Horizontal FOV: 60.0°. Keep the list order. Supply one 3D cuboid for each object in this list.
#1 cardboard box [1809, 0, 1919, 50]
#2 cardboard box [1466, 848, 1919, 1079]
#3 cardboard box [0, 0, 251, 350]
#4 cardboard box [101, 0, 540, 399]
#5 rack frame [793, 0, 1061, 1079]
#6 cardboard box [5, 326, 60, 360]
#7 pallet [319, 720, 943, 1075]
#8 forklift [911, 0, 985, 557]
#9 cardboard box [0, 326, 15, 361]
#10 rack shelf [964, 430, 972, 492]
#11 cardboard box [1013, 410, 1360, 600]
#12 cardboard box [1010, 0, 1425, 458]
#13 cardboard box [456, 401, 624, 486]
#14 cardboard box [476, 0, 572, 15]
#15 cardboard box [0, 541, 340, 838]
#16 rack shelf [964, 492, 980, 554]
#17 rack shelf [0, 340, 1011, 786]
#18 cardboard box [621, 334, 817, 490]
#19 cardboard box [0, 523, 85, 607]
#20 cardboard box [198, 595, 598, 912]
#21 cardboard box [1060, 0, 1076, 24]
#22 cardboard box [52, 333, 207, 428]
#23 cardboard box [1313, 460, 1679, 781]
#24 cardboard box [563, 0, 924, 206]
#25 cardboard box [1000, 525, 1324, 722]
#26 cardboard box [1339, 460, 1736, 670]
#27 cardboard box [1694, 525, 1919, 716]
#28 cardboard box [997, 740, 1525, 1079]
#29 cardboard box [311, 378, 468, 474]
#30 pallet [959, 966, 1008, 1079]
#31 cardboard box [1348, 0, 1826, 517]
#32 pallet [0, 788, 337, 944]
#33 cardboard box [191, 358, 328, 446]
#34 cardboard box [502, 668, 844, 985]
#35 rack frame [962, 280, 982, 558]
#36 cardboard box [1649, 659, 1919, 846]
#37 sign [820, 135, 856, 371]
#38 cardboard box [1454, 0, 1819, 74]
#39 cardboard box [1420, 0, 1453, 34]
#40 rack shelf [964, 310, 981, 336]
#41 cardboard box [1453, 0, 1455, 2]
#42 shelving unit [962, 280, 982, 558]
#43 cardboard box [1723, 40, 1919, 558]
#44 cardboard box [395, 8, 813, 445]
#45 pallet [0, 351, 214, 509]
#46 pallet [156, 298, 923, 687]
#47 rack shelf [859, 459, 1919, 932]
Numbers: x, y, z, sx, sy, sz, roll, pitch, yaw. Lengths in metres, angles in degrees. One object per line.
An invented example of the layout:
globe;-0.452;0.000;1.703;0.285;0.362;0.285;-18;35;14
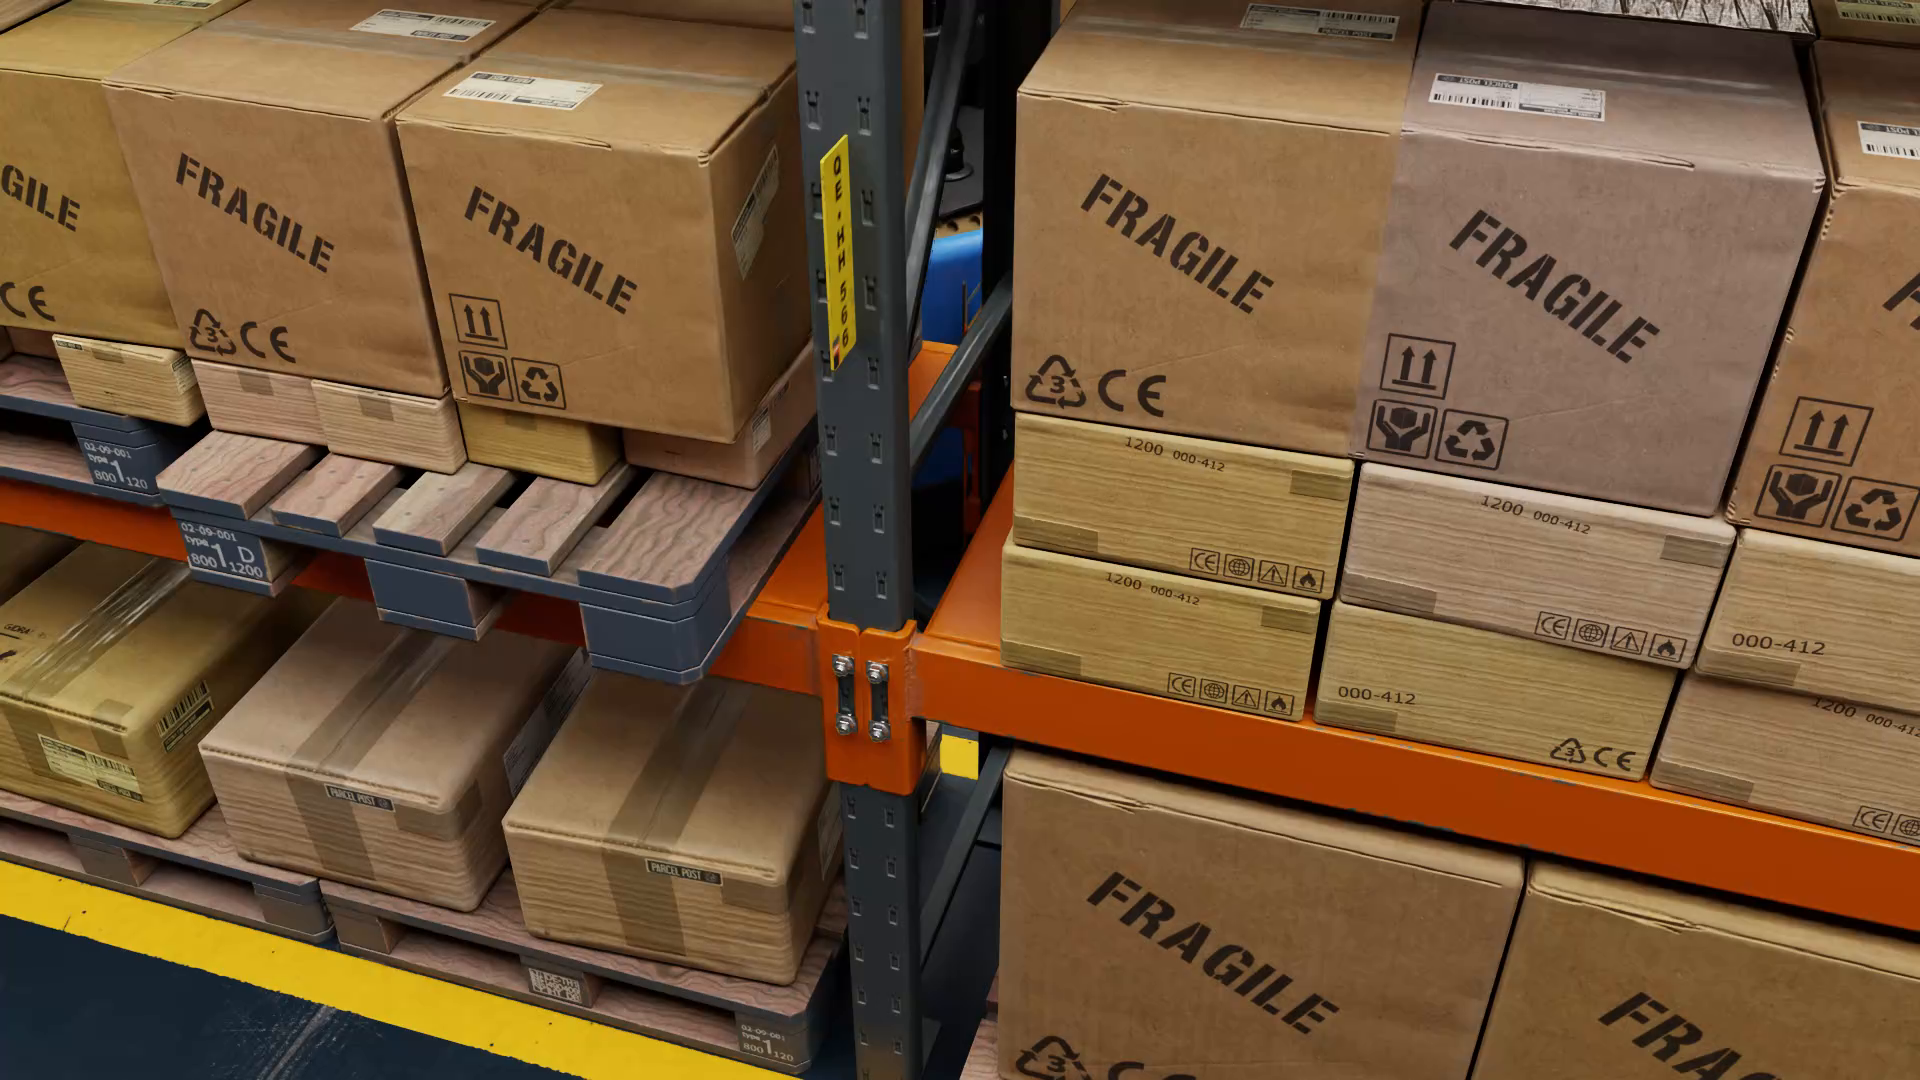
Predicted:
cardboard box;1.519;-0.600;2.607;0.500;0.500;0.500;11;38;14
cardboard box;1.467;0.738;3.155;0.875;0.875;0.875;11;38;14
cardboard box;-1.513;-0.704;2.986;0.500;0.500;0.500;8;37;11
cardboard box;-1.031;-0.615;2.866;0.500;0.500;0.500;10;38;13
rack frame;-0.017;-0.278;3.097;0.127;3.000;1.000;10;38;14
cardboard box;-1.639;-0.502;3.259;0.250;0.149;0.380;11;38;14
pallet;-0.763;0.706;4.112;1.213;0.211;1.003;10;38;14
forklift;-0.560;-1.954;5.432;1.130;2.935;3.031;-17;40;-22
cardboard box;-1.903;-0.500;3.256;0.250;0.149;0.380;9;37;12
rack shelf;0.158;-0.280;4.762;0.240;0.259;0.215;11;38;15
cardboard box;0.393;-0.190;2.682;0.500;0.250;0.500;10;38;14
cardboard box;0.381;-0.495;2.465;0.500;0.500;0.500;9;37;12
cardboard box;-0.678;-0.277;2.954;0.250;0.149;0.380;11;38;15
cardboard box;-0.877;-0.906;3.260;0.500;0.500;0.500;12;38;16
cardboard box;-1.982;0.243;4.252;0.625;0.372;0.950;12;38;15
rack shelf;0.158;-0.056;4.927;0.240;0.259;0.215;11;38;15
rack shelf;-1.926;-0.342;3.791;4.000;0.370;1.077;10;38;14
cardboard box;-0.400;-0.271;2.945;0.250;0.149;0.380;12;38;16
cardboard box;-2.647;0.121;4.418;0.625;0.372;0.950;13;38;17
cardboard box;-1.260;0.380;4.066;0.625;0.372;0.950;10;37;13
cardboard box;0.808;-2.518;7.684;0.750;0.750;1.050;10;38;13
cardboard box;-1.436;-0.386;3.102;0.250;0.149;0.380;11;38;15
cardboard box;0.870;0.092;2.721;0.500;0.250;0.500;9;37;13
cardboard box;-0.378;-0.818;3.141;0.500;0.500;0.500;9;37;13
cardboard box;0.375;0.011;2.831;0.500;0.250;0.500;10;37;13
cardboard box;0.886;-0.098;2.557;0.500;0.250;0.500;11;38;15
cardboard box;1.358;-0.002;2.428;0.500;0.250;0.500;10;38;14
cardboard box;0.617;0.578;3.373;0.875;0.875;0.875;10;38;13
cardboard box;-0.932;-0.296;2.980;0.250;0.149;0.380;10;38;14
pallet;0.713;1.027;3.676;1.213;0.211;1.003;10;38;14
cardboard box;0.857;-0.413;2.353;0.500;0.500;0.500;11;38;14
pallet;-1.923;0.489;4.407;1.213;0.211;1.003;10;38;14
cardboard box;-1.169;-0.345;3.046;0.250;0.149;0.380;9;37;12
cardboard box;-0.554;0.506;3.895;0.625;0.372;0.950;8;37;11
rack frame;0.042;-0.311;4.787;0.008;1.050;0.200;11;38;15
cardboard box;1.369;0.188;2.590;0.500;0.250;0.500;12;38;15
sign;-0.170;-0.404;2.358;0.005;0.325;0.100;10;38;14
cardboard box;1.046;-0.691;2.731;0.500;0.500;0.500;11;38;15
cardboard box;0.554;-0.777;2.848;0.500;0.500;0.500;10;37;13
rack shelf;0.158;-0.508;4.594;0.240;0.259;0.215;11;38;15
cardboard box;1.948;-2.302;6.969;0.500;0.250;0.500;9;37;12
shelving unit;0.158;-0.288;4.756;0.252;1.050;0.215;11;38;15
cardboard box;1.346;-0.313;2.217;0.500;0.500;0.500;12;38;15
cardboard box;-0.534;-0.530;2.750;0.500;0.500;0.500;9;37;13
pallet;-1.919;-0.527;3.598;1.213;0.211;1.003;10;38;14
pallet;-0.729;-0.266;3.243;1.003;0.211;1.213;10;38;14
rack shelf;1.892;0.365;2.830;4.000;0.370;1.077;10;38;14
